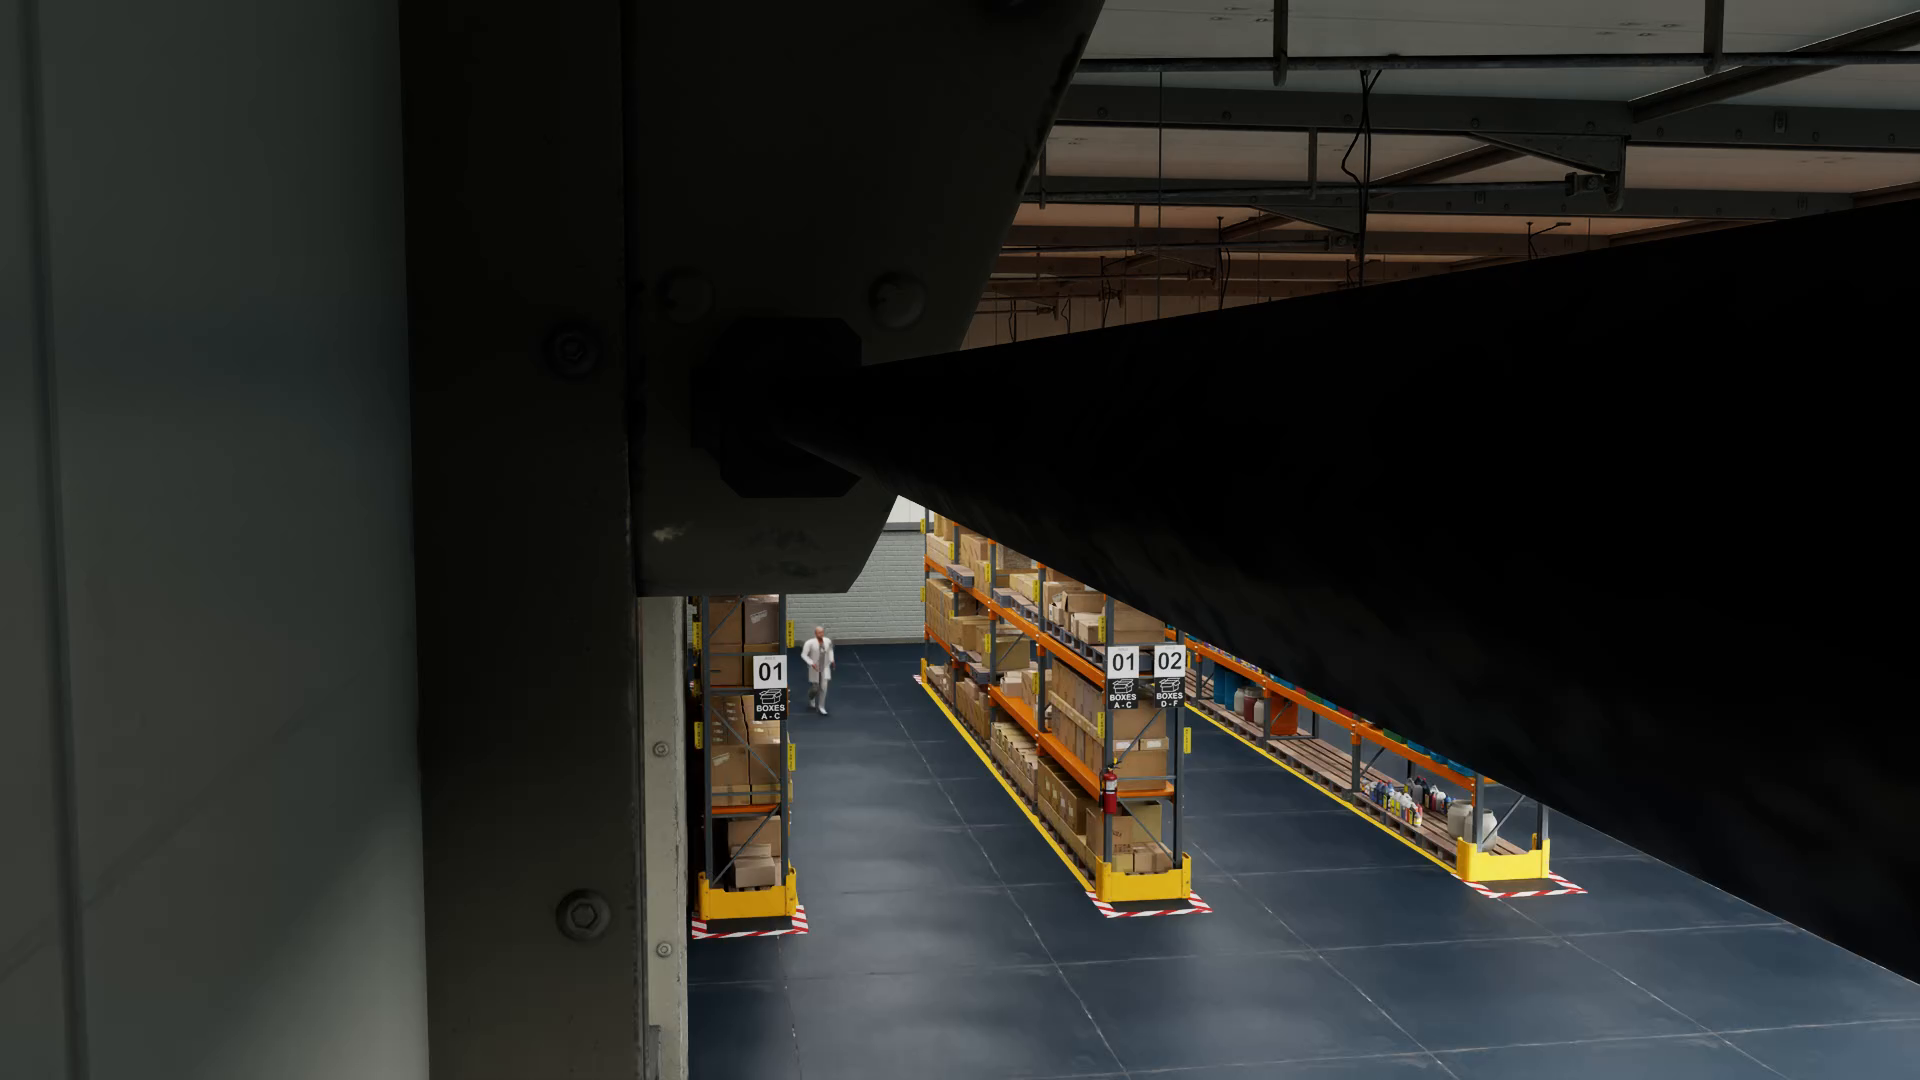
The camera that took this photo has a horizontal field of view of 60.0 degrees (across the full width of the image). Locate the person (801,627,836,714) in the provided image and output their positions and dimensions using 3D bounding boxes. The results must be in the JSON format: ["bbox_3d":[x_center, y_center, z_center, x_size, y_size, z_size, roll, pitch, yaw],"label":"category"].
[{"bbox_3d":[-2.848,2.562,33.088,0.709,1.732,0.847,-2,5,-21],"label":"person"}]
